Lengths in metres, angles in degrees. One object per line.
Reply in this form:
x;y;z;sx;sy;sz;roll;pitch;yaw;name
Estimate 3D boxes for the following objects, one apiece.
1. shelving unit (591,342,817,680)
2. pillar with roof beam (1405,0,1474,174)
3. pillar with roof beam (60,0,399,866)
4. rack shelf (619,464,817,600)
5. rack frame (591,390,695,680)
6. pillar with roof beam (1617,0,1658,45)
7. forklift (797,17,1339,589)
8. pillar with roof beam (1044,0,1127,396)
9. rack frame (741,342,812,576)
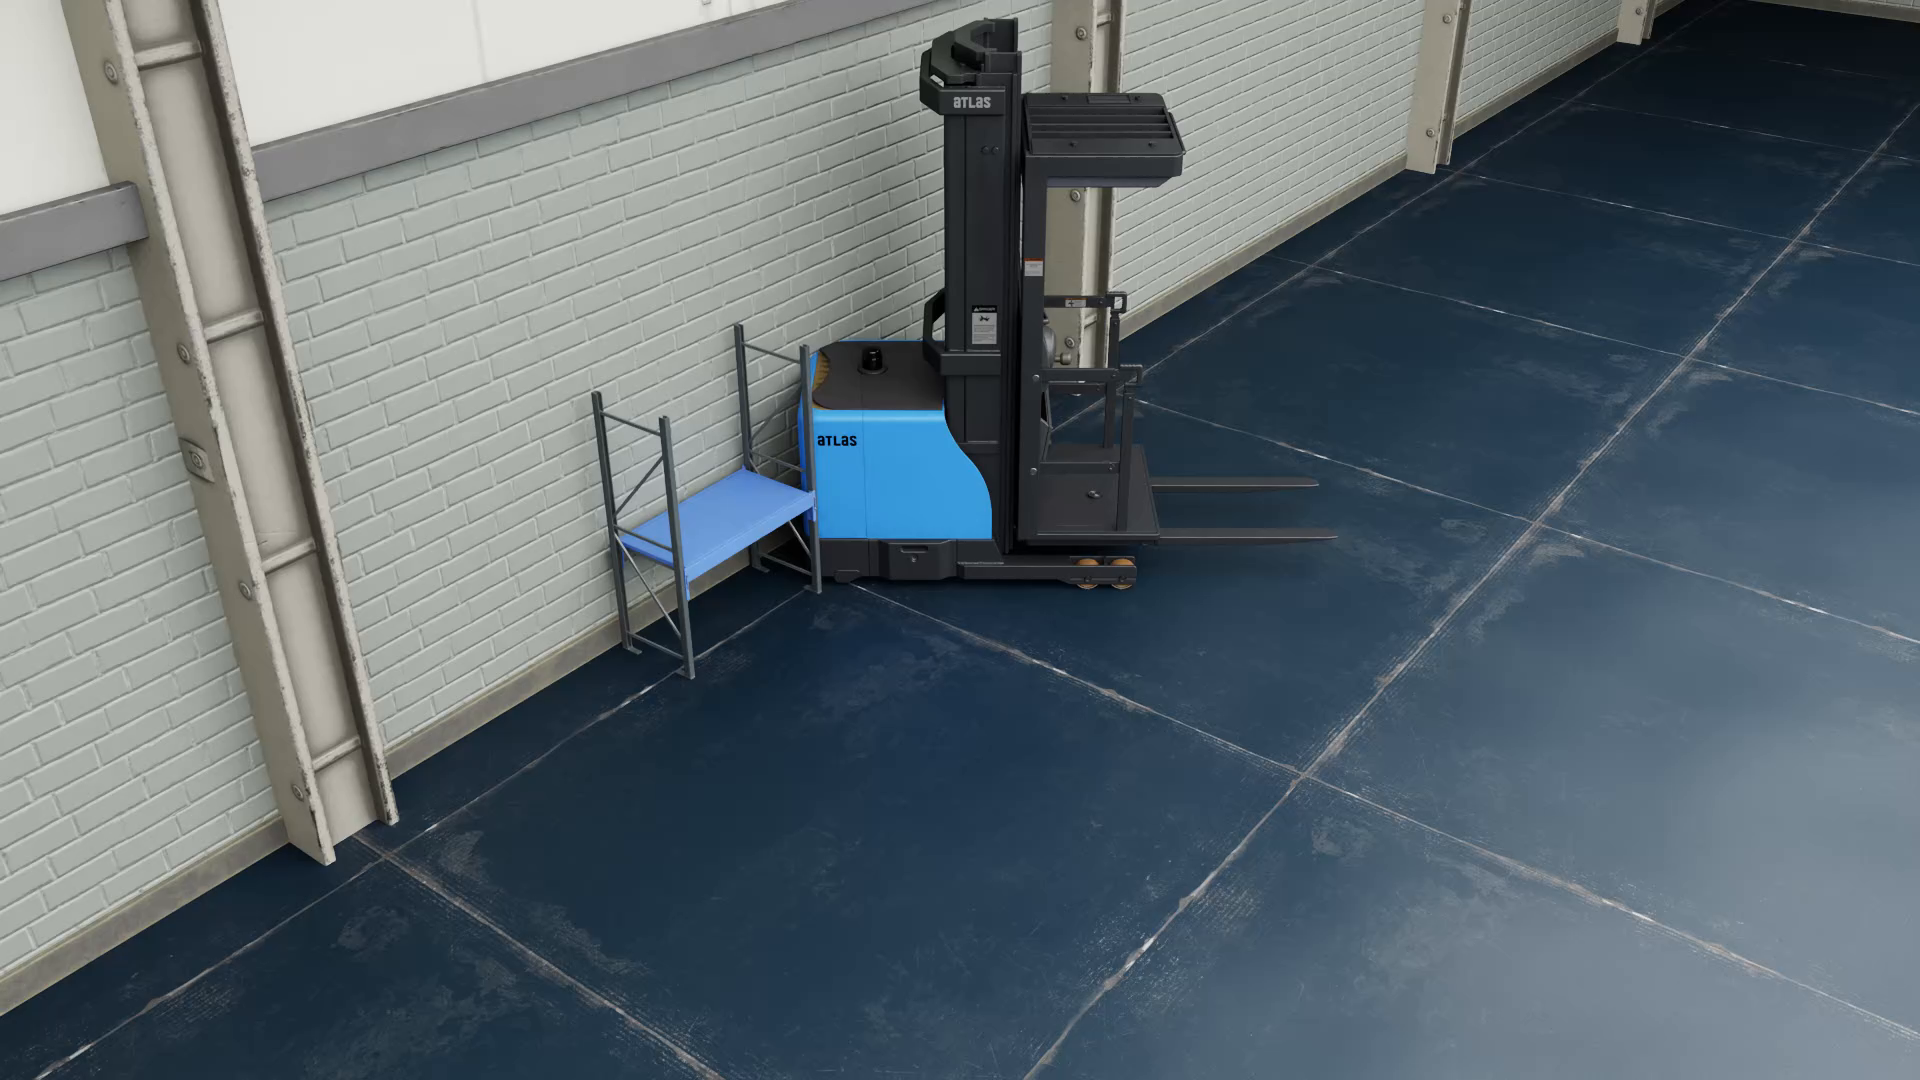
-1.286;-0.211;8.691;0.538;1.500;1.039;20;36;30;shelving unit
7.862;-6.106;11.284;9.100;9.000;0.400;21;37;31;pillar with roof beam
0.619;-1.229;3.054;9.100;9.000;0.400;21;37;31;pillar with roof beam
-1.283;-0.058;8.786;0.538;0.185;1.000;20;36;30;rack shelf
-1.582;-0.003;8.341;0.500;1.500;0.032;20;36;30;rack frame
11.484;-8.545;15.399;9.100;9.000;0.400;21;37;31;pillar with roof beam
0.630;-1.260;9.058;3.031;2.935;1.130;0;31;0;forklift
4.240;-3.667;7.169;9.100;9.000;0.400;21;37;31;pillar with roof beam
-0.986;-0.423;9.050;0.475;1.308;0.013;20;36;30;rack frame
